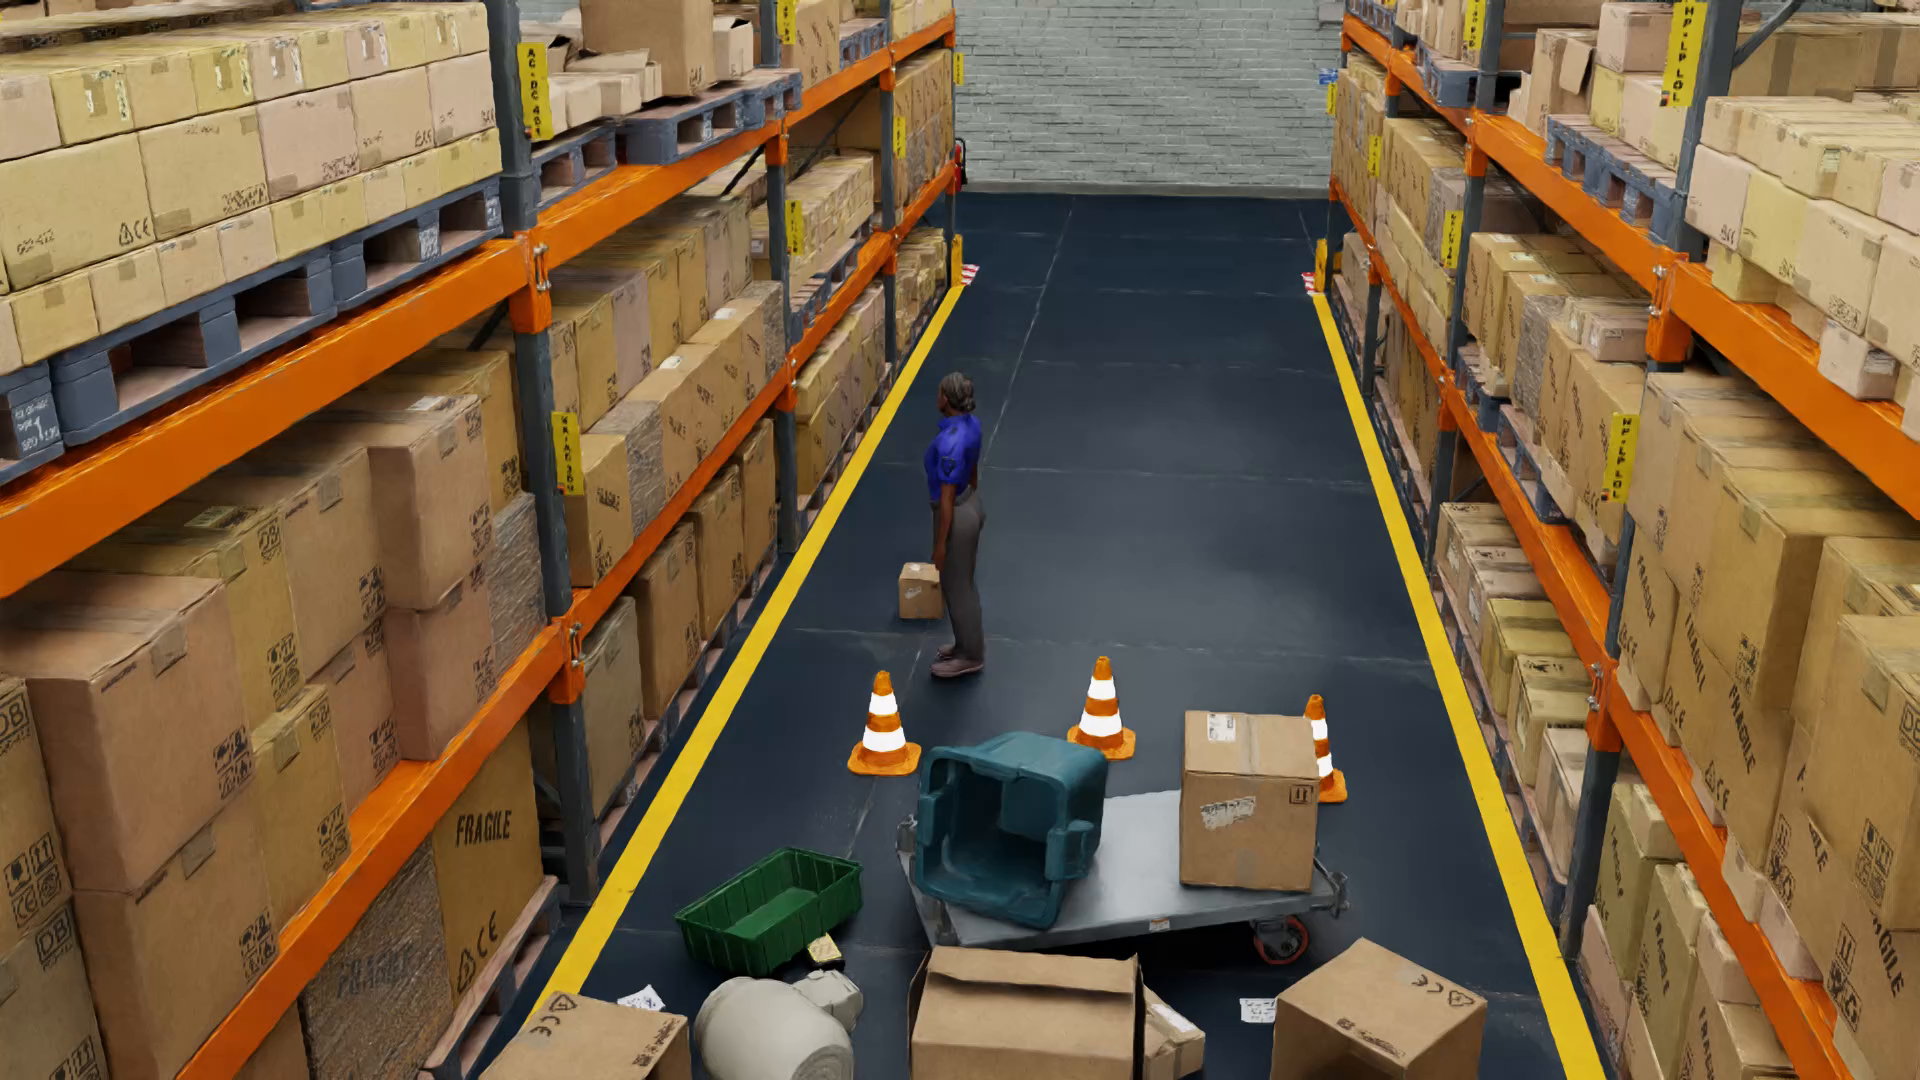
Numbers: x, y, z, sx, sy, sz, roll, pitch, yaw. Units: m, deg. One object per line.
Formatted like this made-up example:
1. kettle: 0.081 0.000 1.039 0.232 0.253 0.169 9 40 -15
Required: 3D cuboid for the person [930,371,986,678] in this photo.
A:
1. person: -0.016 -0.076 8.752 0.295 1.666 0.565 4 22 11
